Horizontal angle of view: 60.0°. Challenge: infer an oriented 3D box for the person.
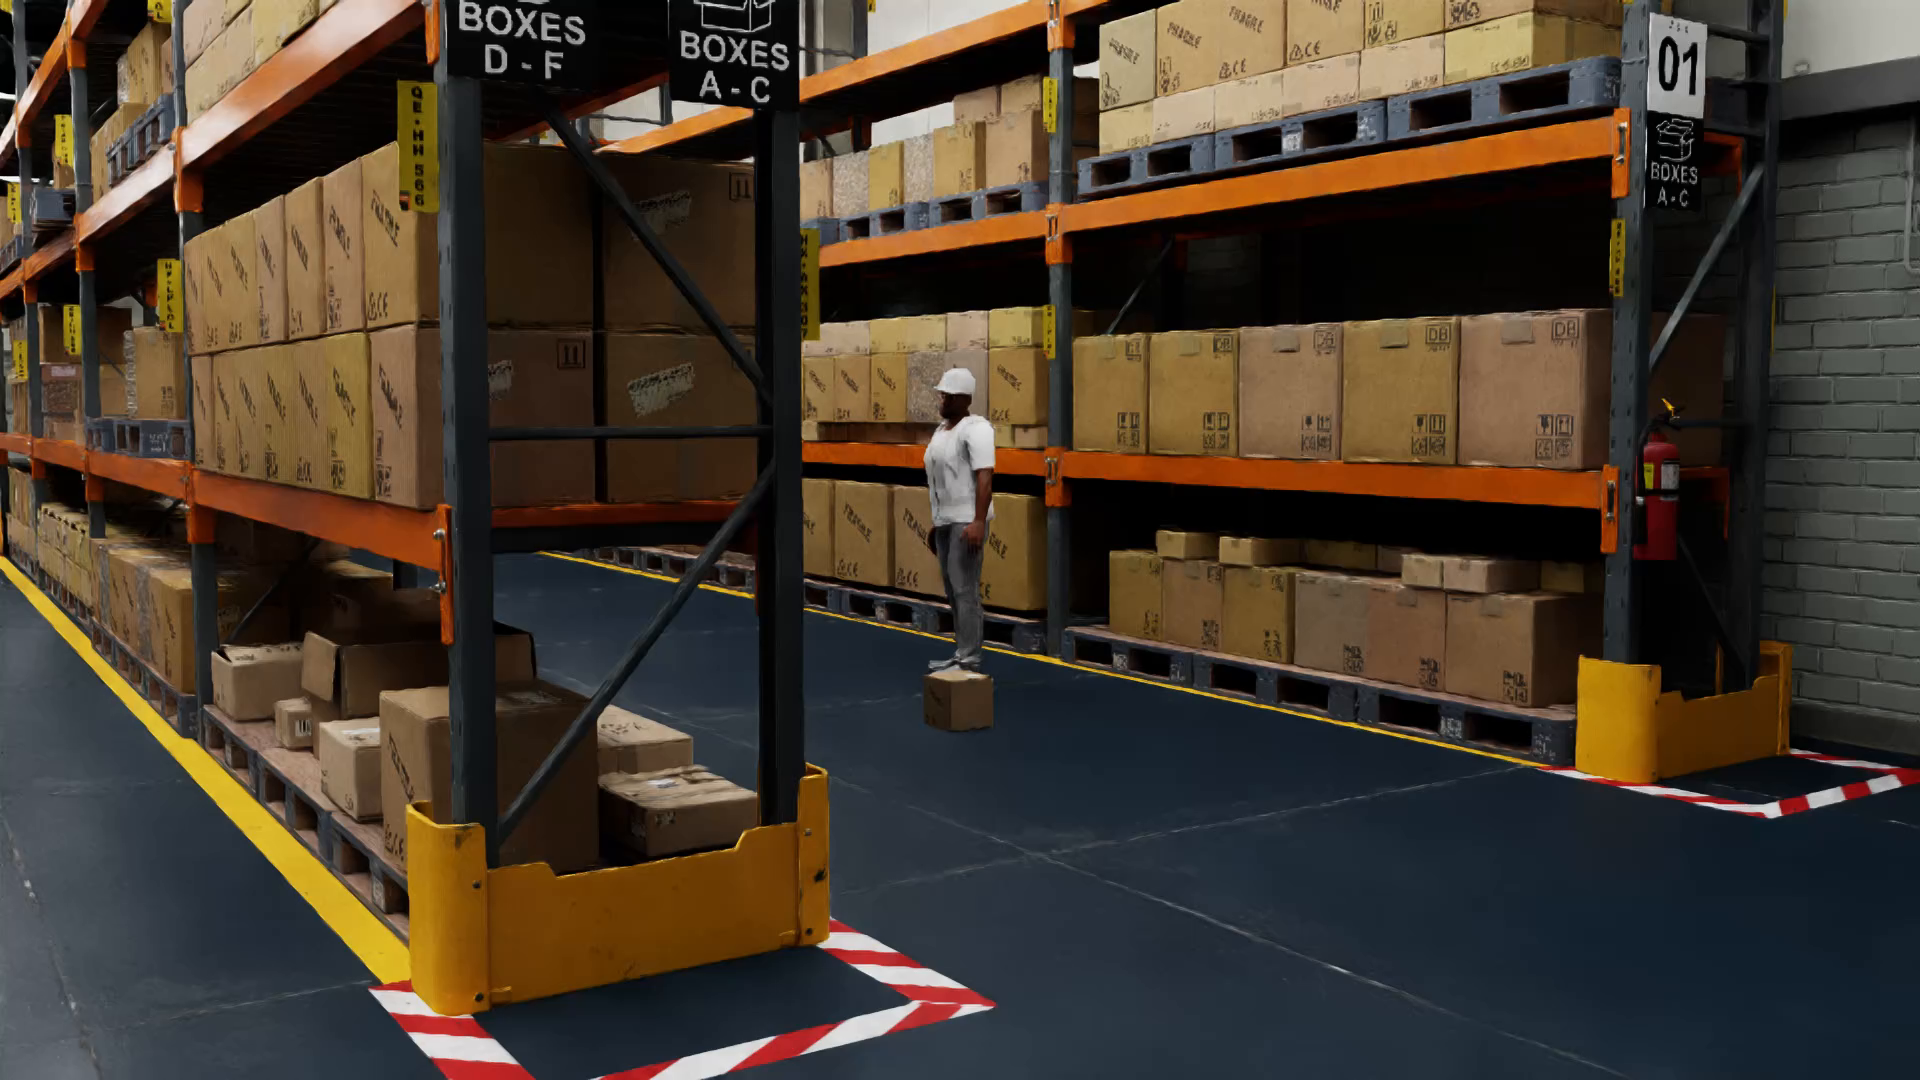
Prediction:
[{"bbox_3d":[-0.026,-0.093,9.462,0.434,1.767,0.640,-2,5,-24],"label":"person"}]
